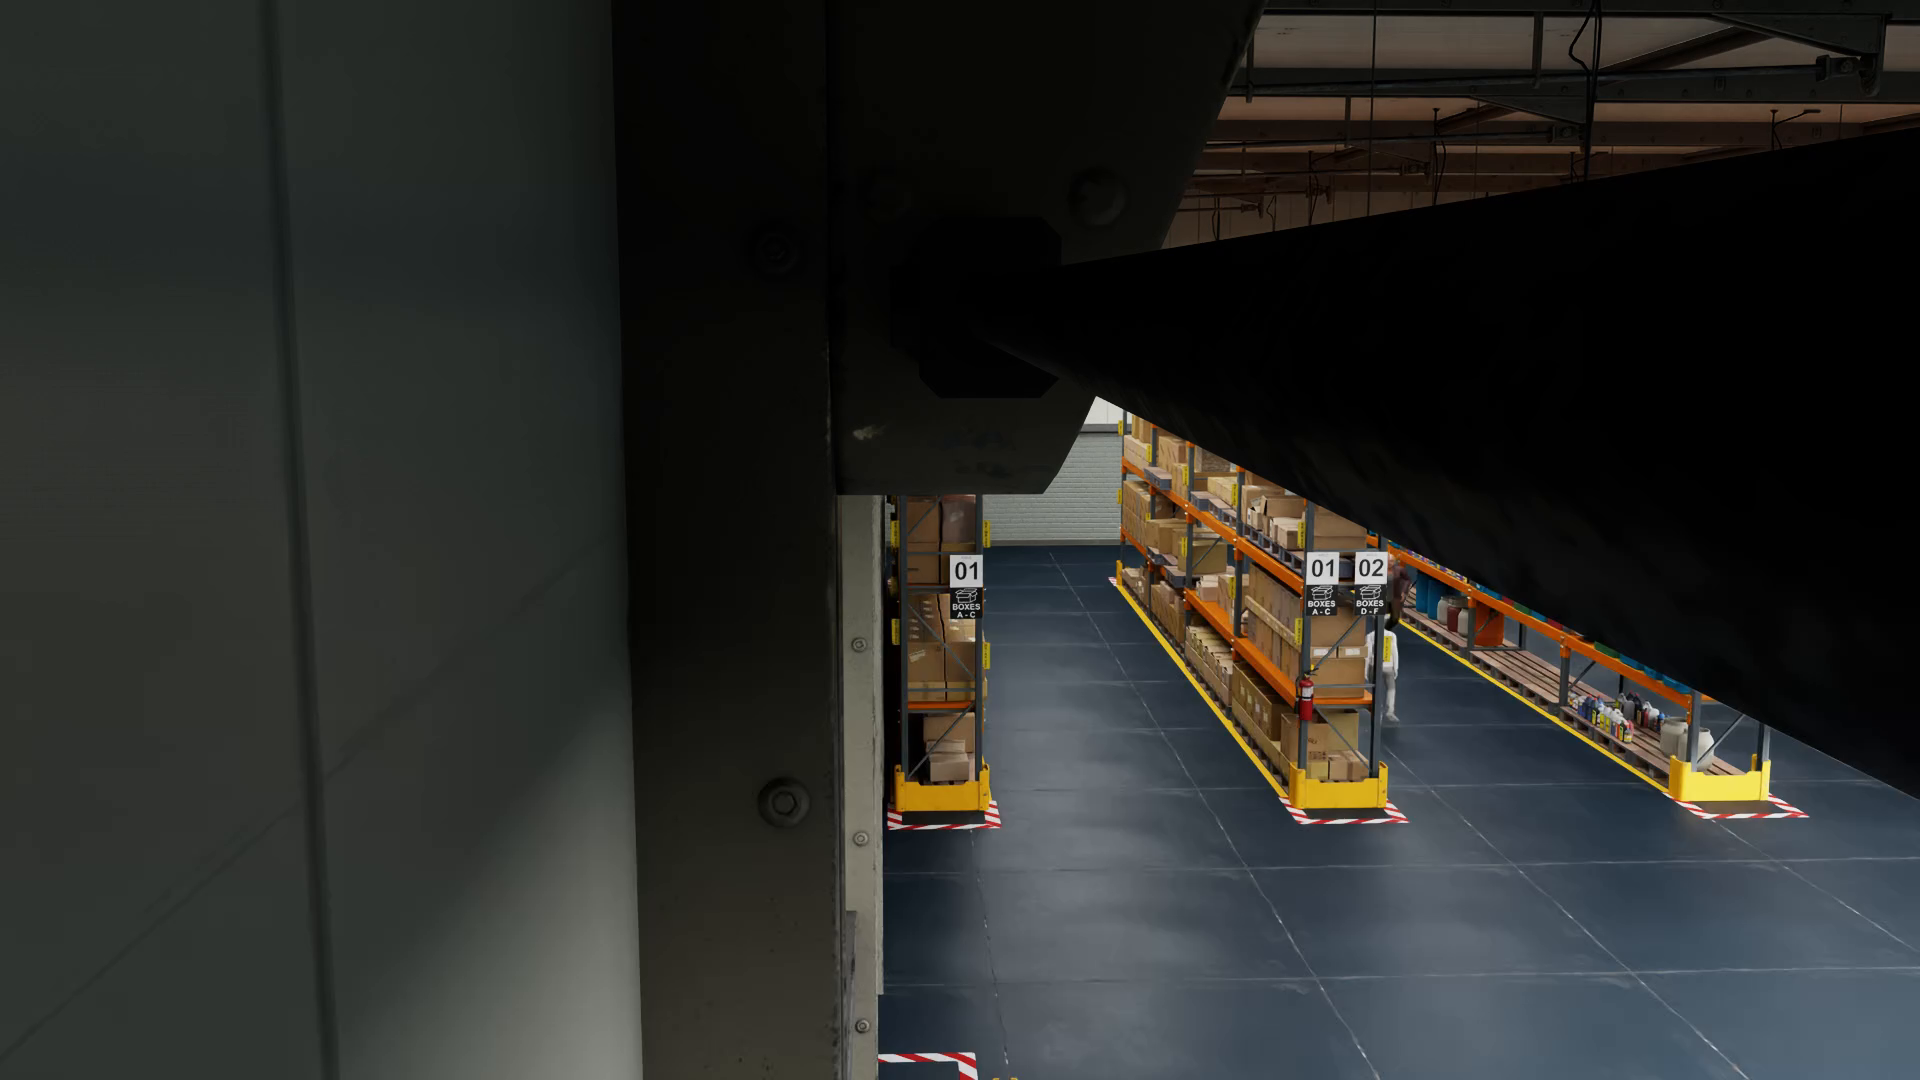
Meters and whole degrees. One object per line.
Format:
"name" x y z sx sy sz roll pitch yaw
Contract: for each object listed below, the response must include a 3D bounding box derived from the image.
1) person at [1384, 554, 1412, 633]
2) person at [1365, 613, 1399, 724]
"person" 7.802 1.062 30.209 0.752 1.684 0.649 1 8 7
"person" 6.208 1.908 24.493 0.520 1.675 0.479 0 8 3
